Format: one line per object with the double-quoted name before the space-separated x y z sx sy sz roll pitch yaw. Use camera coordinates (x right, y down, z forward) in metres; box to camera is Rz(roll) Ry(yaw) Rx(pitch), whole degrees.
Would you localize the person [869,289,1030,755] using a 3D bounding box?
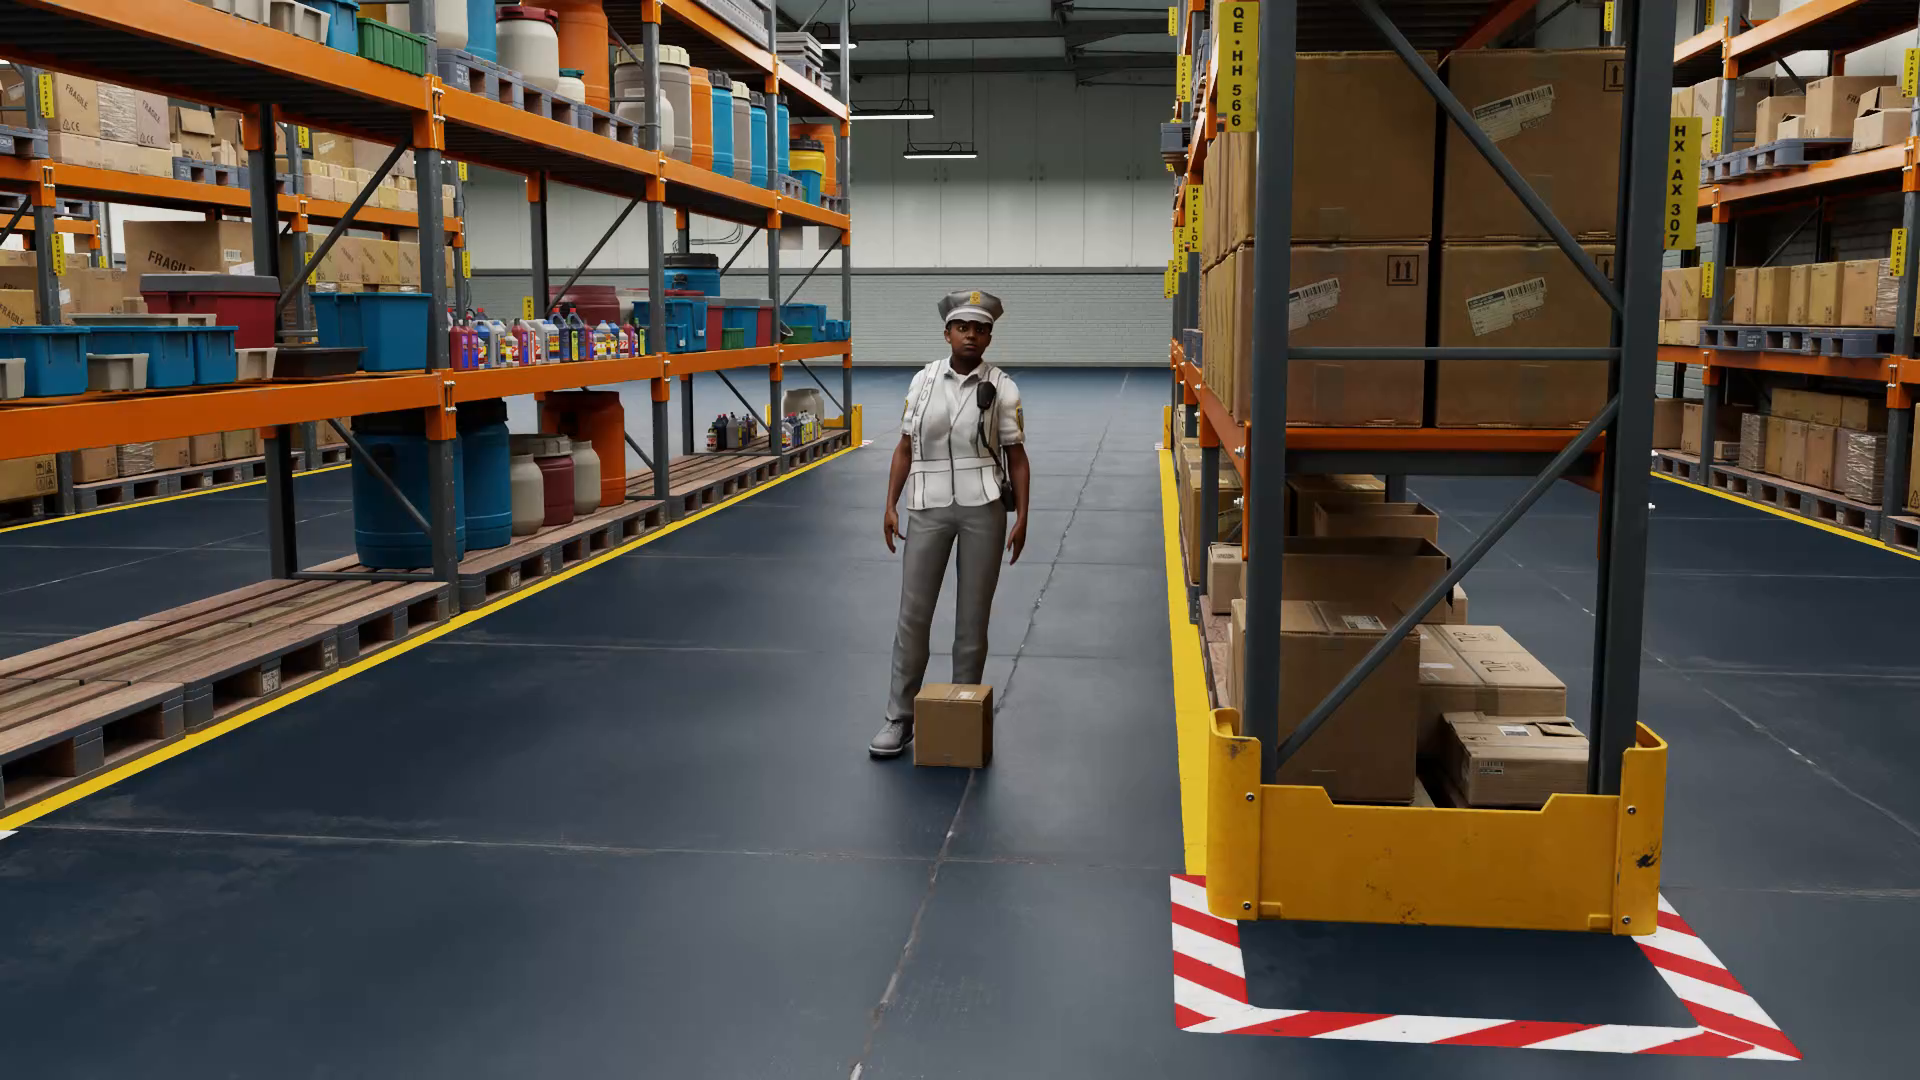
"person" -0.032 -0.077 6.175 0.569 1.694 0.529 1 8 6
